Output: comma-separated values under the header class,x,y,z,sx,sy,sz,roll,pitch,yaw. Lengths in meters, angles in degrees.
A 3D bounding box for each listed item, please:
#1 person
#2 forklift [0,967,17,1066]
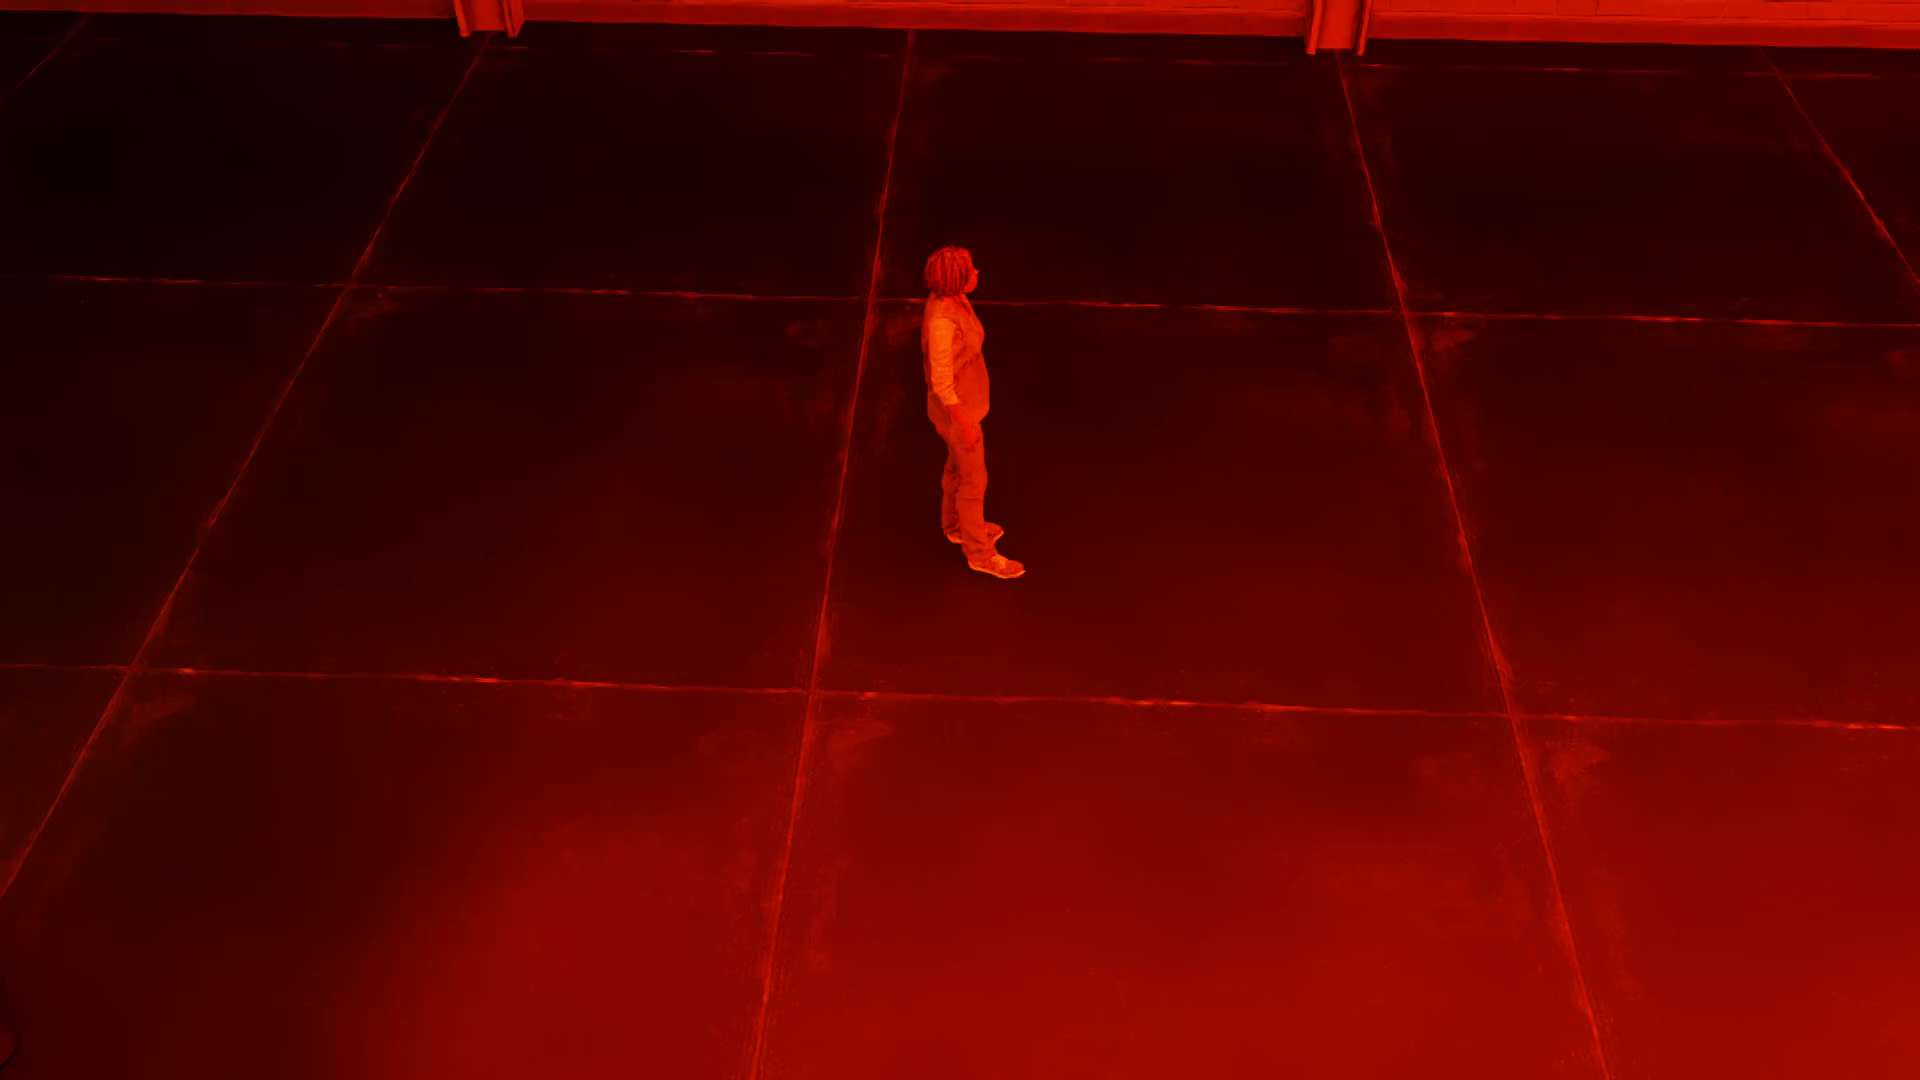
class,x,y,z,sx,sy,sz,roll,pitch,yaw
person,0.073,-0.583,7.360,0.474,1.597,0.521,2,42,2
forklift,-4.846,1.030,4.614,3.031,2.935,1.130,-23,47,-23
